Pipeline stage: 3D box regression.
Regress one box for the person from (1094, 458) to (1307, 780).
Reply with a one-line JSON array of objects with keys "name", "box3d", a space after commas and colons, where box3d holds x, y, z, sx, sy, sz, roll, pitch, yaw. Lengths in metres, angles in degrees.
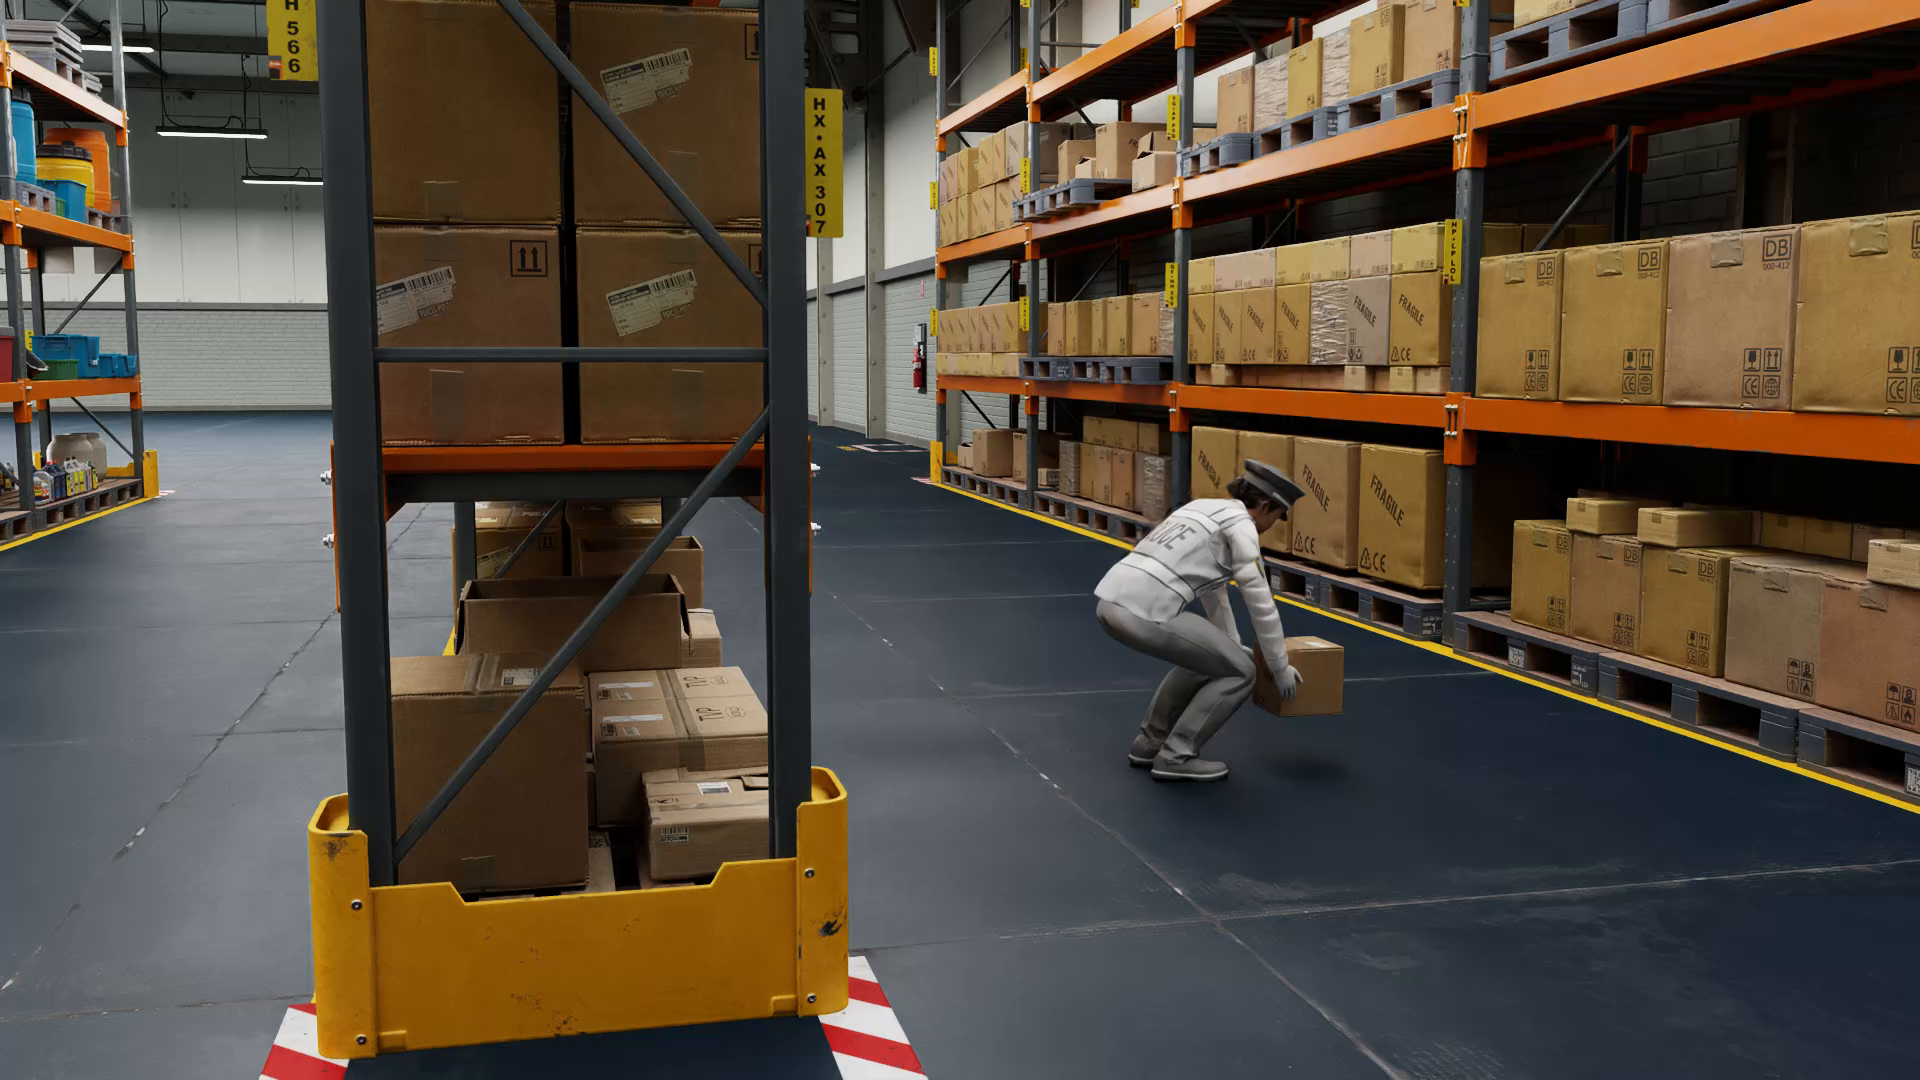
[{"name": "person", "box3d": [0.881, 0.276, 6.094, 0.802, 1.139, 0.516, -2, 6, -14]}]
